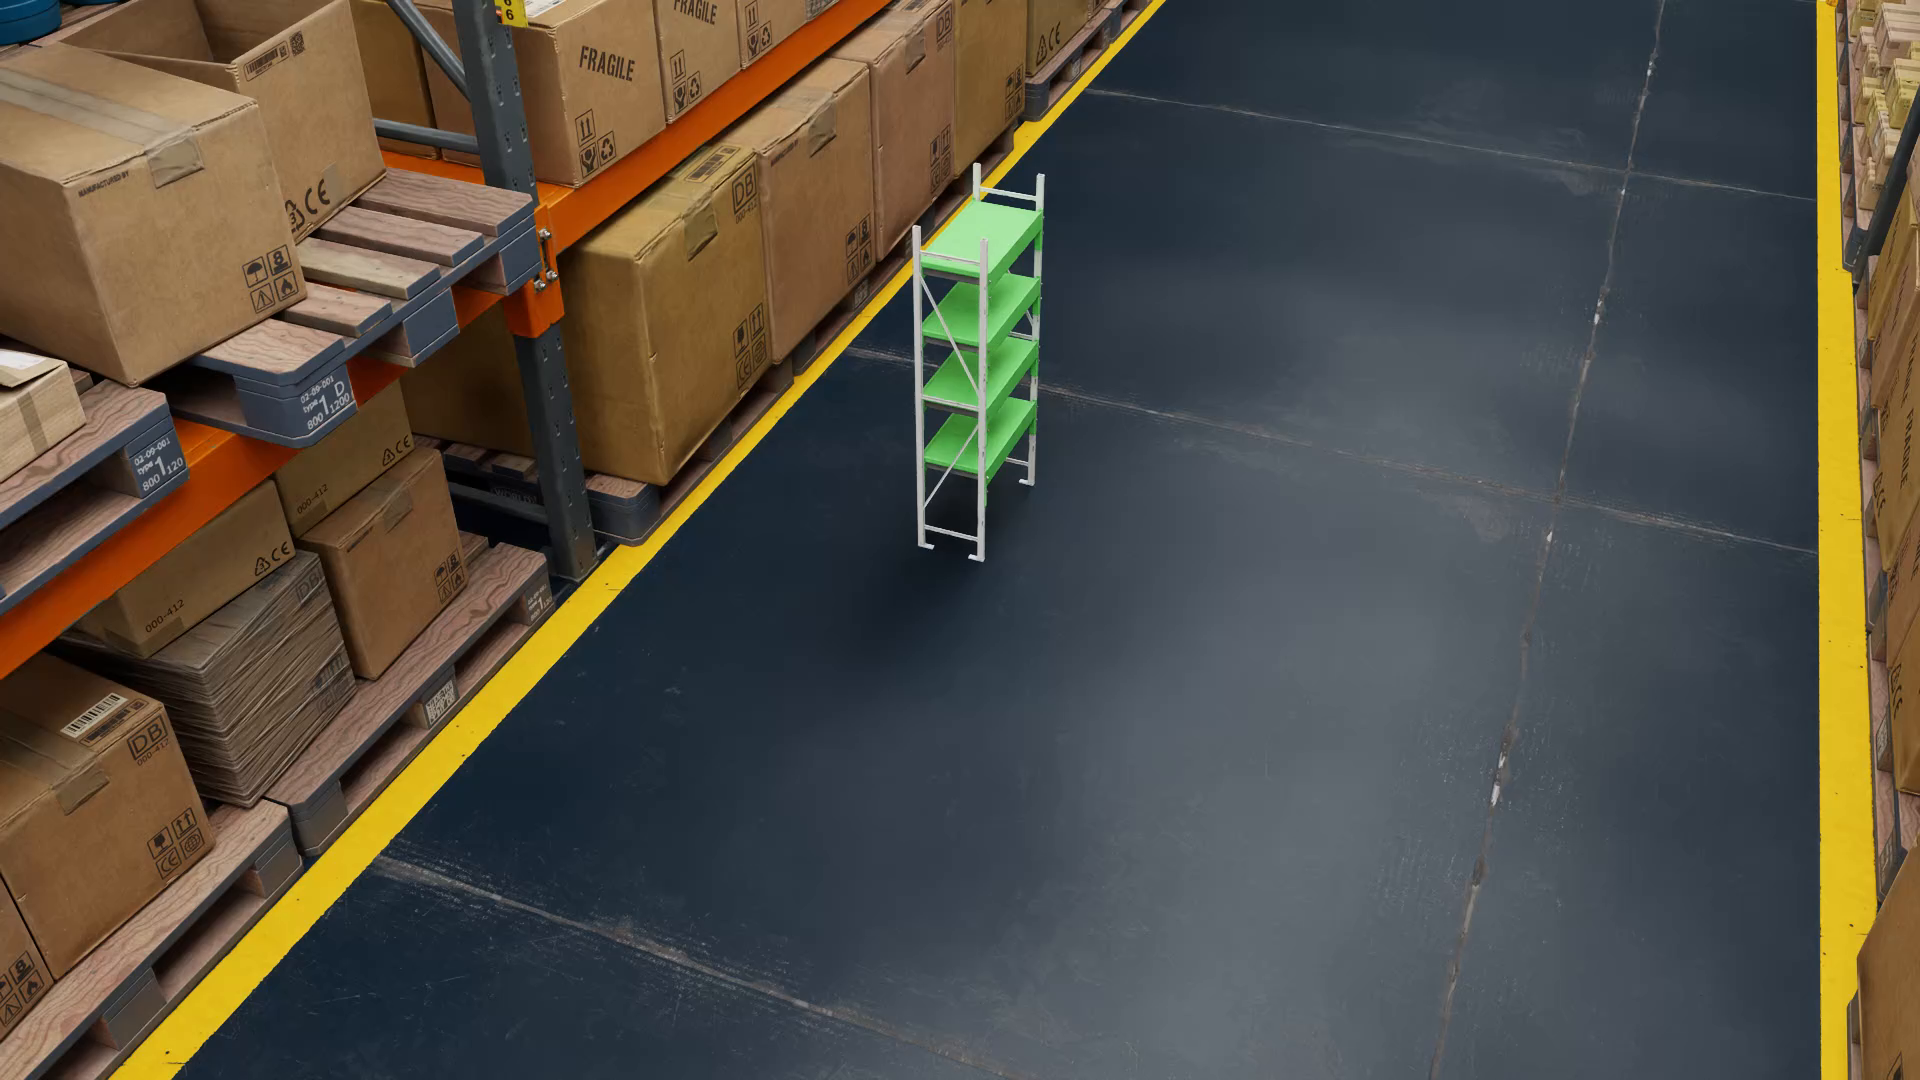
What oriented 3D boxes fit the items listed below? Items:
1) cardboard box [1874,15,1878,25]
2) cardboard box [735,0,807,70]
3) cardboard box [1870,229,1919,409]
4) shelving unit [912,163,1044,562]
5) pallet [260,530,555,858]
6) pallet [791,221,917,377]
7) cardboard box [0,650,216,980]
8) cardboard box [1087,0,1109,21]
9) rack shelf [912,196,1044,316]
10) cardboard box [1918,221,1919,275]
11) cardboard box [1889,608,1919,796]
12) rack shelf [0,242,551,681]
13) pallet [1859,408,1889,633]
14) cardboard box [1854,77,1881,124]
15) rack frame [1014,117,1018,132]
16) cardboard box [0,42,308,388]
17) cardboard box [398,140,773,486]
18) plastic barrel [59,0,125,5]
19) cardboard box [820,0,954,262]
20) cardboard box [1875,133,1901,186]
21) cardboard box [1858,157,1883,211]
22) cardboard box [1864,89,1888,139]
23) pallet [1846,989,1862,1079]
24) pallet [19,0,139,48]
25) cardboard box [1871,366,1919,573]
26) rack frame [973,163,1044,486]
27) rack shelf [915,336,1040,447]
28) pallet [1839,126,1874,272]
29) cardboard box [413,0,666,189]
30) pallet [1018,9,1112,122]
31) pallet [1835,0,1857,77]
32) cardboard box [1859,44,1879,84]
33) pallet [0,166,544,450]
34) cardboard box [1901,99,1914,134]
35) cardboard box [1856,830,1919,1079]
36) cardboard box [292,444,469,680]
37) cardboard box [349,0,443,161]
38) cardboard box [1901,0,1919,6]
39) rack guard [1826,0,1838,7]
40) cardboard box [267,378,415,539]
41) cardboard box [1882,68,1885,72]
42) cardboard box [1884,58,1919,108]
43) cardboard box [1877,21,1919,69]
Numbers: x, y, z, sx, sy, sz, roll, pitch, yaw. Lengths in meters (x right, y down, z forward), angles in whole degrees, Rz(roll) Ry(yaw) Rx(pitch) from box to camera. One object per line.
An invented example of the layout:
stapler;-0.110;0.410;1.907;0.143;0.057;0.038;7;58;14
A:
cardboard box;5.070;-2.669;8.845;0.380;0.149;0.250;14;39;18
cardboard box;-0.885;-2.016;5.858;0.500;0.500;0.500;13;39;17
cardboard box;3.637;-0.752;5.988;0.500;0.500;0.500;16;40;20
shelving unit;0.063;-0.572;5.513;0.258;1.200;0.503;14;39;18
pallet;-2.006;0.351;5.104;1.003;0.211;1.213;14;39;18
pallet;-0.872;-1.174;7.144;1.003;0.211;1.213;14;39;18
cardboard box;-2.352;0.628;4.125;0.700;0.500;0.500;17;40;21
cardboard box;0.482;-3.575;9.452;0.875;0.875;0.875;14;39;18
rack shelf;0.063;-0.906;5.264;0.258;0.148;0.480;14;39;18
cardboard box;3.637;-1.050;5.760;0.500;0.250;0.500;15;39;19
cardboard box;2.850;0.397;4.451;0.500;0.500;0.500;14;39;18
rack shelf;-2.468;0.197;3.581;1.077;0.370;4.000;14;39;18
pallet;3.605;-0.001;5.575;1.003;0.211;1.213;14;39;18
cardboard box;4.591;-2.121;8.113;0.380;0.149;0.250;14;39;18
rack frame;-0.185;-3.413;7.810;1.000;3.000;0.127;14;39;18
cardboard box;-1.996;-0.766;3.836;0.700;0.500;0.500;20;41;24
cardboard box;-1.426;-0.893;5.863;1.225;0.875;0.875;12;38;16
plastic barrel;-4.989;-3.571;9.425;0.600;0.901;0.708;14;39;18
cardboard box;-0.750;-1.876;7.178;1.225;0.875;0.875;13;39;16
cardboard box;4.189;-1.619;7.193;0.380;0.149;0.250;15;39;19
cardboard box;4.197;-1.548;7.346;0.380;0.149;0.250;14;39;18
cardboard box;4.366;-1.924;7.601;0.380;0.149;0.250;13;39;16
pallet;2.471;1.524;3.535;1.003;0.211;1.213;14;39;18
pallet;-5.098;-3.006;9.596;1.003;0.211;1.213;14;39;18
cardboard box;3.237;-0.186;5.231;0.500;0.500;0.500;12;38;16
rack frame;0.156;-0.707;5.694;0.240;1.200;0.015;14;39;18
rack shelf;0.063;-0.521;5.552;0.258;0.148;0.480;14;39;18
pallet;4.586;-1.490;7.567;1.003;0.211;1.213;14;39;18
cardboard box;-1.271;-1.445;5.095;0.500;0.500;0.500;15;39;19
pallet;0.176;-2.699;9.185;1.003;0.211;1.213;14;39;18
pallet;5.514;-2.841;9.374;1.003;0.211;1.213;14;39;18
cardboard box;4.813;-2.391;8.474;0.380;0.149;0.250;14;39;18
pallet;-1.880;-0.702;4.344;1.213;0.211;1.003;14;39;18
cardboard box;4.258;-1.748;7.116;0.380;0.149;0.250;15;39;19
cardboard box;2.526;1.037;3.385;1.050;0.750;0.750;13;39;17
cardboard box;-1.944;0.002;4.962;0.700;0.500;0.500;12;38;15
cardboard box;-1.749;-1.568;5.259;0.500;0.500;0.500;15;39;19
cardboard box;4.882;-2.599;8.256;0.380;0.149;0.250;14;39;18
rack guard;5.856;-3.398;9.879;1.175;0.500;0.348;14;39;18
cardboard box;-1.935;-0.296;4.734;0.500;0.250;0.500;15;39;20
cardboard box;4.752;-2.330;8.144;0.380;0.149;0.250;12;38;16
cardboard box;4.406;-2.038;7.504;0.380;0.149;0.250;13;39;17
cardboard box;4.595;-2.335;7.901;0.380;0.149;0.250;12;38;16
